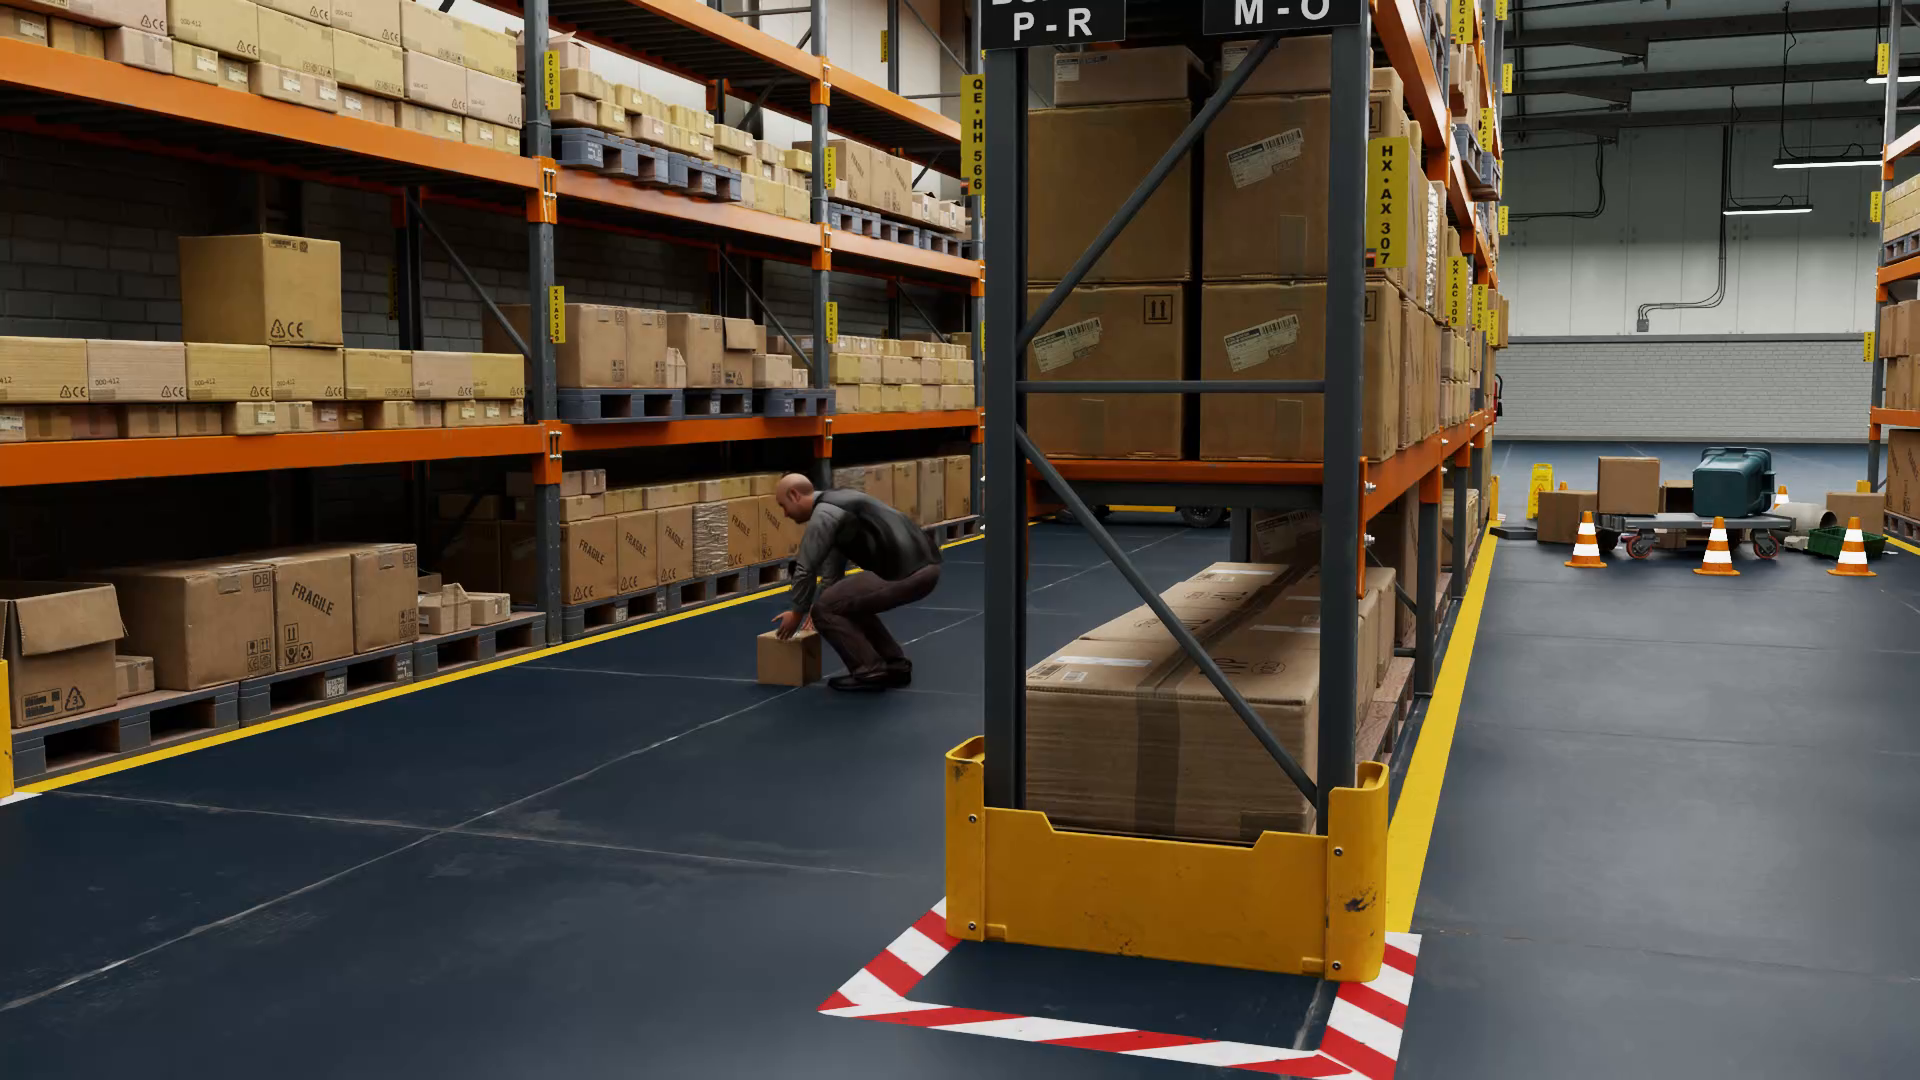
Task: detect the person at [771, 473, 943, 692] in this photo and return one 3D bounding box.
[{"bbox_3d":[-0.528,0.213,8.396,0.837,1.073,0.559,2,5,18],"label":"person"}]
